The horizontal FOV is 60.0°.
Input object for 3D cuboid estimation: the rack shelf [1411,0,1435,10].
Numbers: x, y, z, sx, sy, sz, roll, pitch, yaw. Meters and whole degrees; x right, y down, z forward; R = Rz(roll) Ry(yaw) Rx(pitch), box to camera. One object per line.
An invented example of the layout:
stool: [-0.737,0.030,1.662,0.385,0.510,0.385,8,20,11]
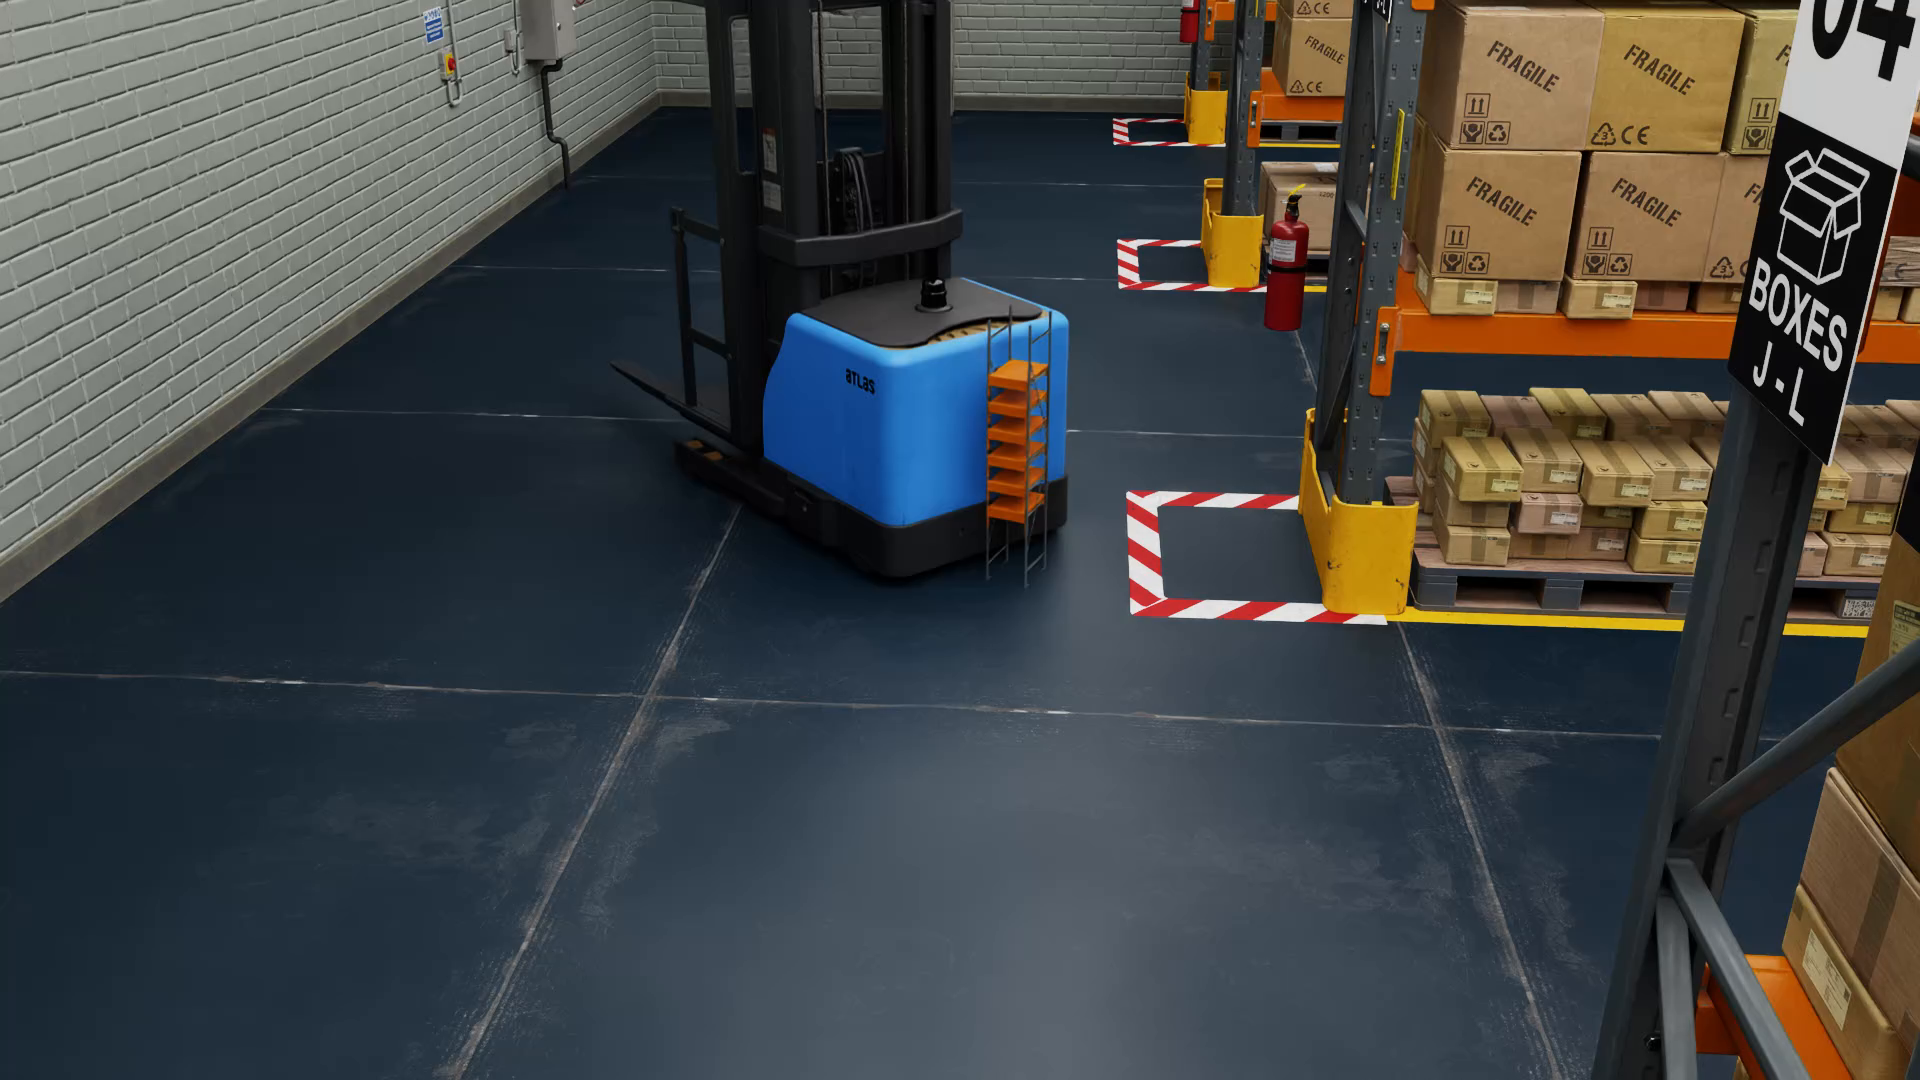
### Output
rack shelf: [3.690,-2.264,6.355,4.000,0.370,1.077,2,25,4]

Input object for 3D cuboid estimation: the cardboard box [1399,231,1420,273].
cardboard box: [2.043,-1.286,7.256,0.250,0.149,0.380,2,25,4]

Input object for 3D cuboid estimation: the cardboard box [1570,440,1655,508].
cardboard box: [2.718,-0.280,6.966,0.250,0.149,0.380,2,25,4]

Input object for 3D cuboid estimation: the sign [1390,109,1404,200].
sign: [1.655,-1.459,6.298,0.005,0.325,0.100,2,25,4]

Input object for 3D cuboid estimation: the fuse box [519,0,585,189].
fuse box: [-3.343,-3.815,13.994,0.414,1.711,0.539,2,25,4]

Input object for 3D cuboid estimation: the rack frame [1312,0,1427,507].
rack frame: [1.696,-1.292,6.970,0.127,3.000,1.000,2,25,4]

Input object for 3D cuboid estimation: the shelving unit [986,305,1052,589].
shelving unit: [0.250,-0.390,7.161,0.189,1.200,0.258,11,27,23]

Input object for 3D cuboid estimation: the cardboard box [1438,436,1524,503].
cardboard box: [2.193,-0.300,7.010,0.250,0.149,0.380,1,25,2]

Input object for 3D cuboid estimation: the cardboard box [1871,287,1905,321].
cardboard box: [3.554,-1.003,6.641,0.250,0.149,0.380,3,25,6]

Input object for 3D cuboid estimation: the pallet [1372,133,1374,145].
pallet: [4.435,-4.093,16.393,1.213,0.211,1.003,2,25,4]

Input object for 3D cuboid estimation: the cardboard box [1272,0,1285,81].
cardboard box: [2.476,-3.499,11.646,0.500,0.500,0.500,2,25,4]

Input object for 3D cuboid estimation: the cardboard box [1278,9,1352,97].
cardboard box: [2.431,-3.269,11.147,0.500,0.500,0.500,2,25,4]

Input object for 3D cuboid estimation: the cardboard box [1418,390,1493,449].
cardboard box: [2.244,-0.547,7.547,0.250,0.149,0.380,2,25,5]

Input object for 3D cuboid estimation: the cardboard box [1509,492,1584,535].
cardboard box: [2.468,-0.167,7.077,0.250,0.149,0.380,2,25,4]

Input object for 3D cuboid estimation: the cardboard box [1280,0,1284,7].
cardboard box: [2.473,-3.942,11.413,0.500,0.500,0.500,3,25,6]

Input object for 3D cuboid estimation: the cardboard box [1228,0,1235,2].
cardboard box: [2.658,-5.189,15.738,0.250,0.149,0.380,2,25,4]

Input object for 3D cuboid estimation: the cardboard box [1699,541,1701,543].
cardboard box: [3.218,-0.036,7.148,0.250,0.149,0.380,2,25,4]

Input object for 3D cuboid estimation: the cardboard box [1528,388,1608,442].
cardboard box: [2.758,-0.560,7.574,0.250,0.149,0.380,1,25,3]

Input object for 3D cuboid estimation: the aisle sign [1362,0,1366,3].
aisle sign: [1.647,-2.601,6.704,0.004,0.787,0.394,2,25,4]

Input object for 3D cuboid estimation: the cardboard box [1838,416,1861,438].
cardboard box: [3.801,-0.488,7.419,0.250,0.149,0.380,2,25,4]

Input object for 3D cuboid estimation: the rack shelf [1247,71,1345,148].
rack shelf: [3.969,-2.968,11.472,4.000,0.370,1.077,2,25,4]

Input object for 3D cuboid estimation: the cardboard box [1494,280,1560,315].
cardboard box: [2.251,-1.040,6.723,0.250,0.149,0.380,3,25,6]

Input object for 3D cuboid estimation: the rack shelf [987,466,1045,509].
rack shelf: [0.250,-0.241,7.230,0.180,0.103,0.258,11,27,23]

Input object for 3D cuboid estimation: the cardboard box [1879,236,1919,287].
cardboard box: [3.655,-1.302,6.516,0.500,0.500,0.500,1,25,3]

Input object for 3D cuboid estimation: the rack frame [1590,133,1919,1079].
rack frame: [1.216,0.770,2.488,0.053,2.616,0.949,2,25,4]

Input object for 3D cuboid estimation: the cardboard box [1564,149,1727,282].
cardboard box: [2.658,-1.337,6.592,0.500,0.500,0.500,2,25,4]

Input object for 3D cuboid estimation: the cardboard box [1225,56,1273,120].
cardboard box: [2.953,-4.425,16.263,0.637,0.503,0.797,1,25,2]

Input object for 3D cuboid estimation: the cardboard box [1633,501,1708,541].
cardboard box: [2.966,-0.143,7.024,0.250,0.149,0.380,3,25,6]

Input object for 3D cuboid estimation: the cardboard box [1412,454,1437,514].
cardboard box: [2.237,-0.258,7.631,0.250,0.149,0.380,2,25,5]

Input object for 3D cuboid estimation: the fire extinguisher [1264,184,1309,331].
fire extinguisher: [1.481,-1.288,7.500,0.183,0.674,0.296,2,25,4]

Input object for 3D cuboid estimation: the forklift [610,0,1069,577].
forklift: [-0.796,-1.720,7.982,1.130,2.935,3.031,-18,30,-34]

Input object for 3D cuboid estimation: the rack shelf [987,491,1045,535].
rack shelf: [0.250,-0.132,7.280,0.180,0.103,0.258,11,27,23]

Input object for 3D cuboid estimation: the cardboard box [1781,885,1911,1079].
cardboard box: [1.596,0.760,2.811,0.250,0.149,0.380,2,25,5]

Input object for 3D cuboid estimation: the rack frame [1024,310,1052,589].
rack frame: [0.333,-0.374,7.126,0.006,1.200,0.240,11,27,23]

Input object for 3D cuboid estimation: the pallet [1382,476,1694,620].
pallet: [2.579,0.018,7.459,1.213,0.211,1.003,2,25,4]

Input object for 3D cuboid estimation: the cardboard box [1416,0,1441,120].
cardboard box: [2.172,-2.016,6.872,0.500,0.500,0.500,1,25,3]

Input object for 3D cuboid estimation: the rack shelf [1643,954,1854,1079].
rack shelf: [3.210,1.162,2.496,4.000,0.370,1.077,2,25,4]

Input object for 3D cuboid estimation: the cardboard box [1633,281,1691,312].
cardboard box: [2.784,-1.058,6.762,0.250,0.149,0.380,3,25,6]

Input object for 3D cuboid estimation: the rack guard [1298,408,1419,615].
rack guard: [1.772,-0.154,7.487,0.348,0.500,1.175,2,25,4]

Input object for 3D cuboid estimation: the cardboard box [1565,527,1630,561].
cardboard box: [2.710,-0.059,7.197,0.250,0.149,0.380,2,25,5]

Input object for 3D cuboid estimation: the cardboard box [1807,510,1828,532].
cardboard box: [3.512,-0.182,7.110,0.250,0.149,0.380,3,25,7]

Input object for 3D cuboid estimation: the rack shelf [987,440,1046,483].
rack shelf: [0.250,-0.350,7.180,0.180,0.103,0.258,11,27,23]

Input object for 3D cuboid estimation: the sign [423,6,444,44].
sign: [-3.714,-3.634,11.736,0.001,0.218,0.327,2,25,4]

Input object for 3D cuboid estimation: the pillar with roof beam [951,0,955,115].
pillar with roof beam: [-0.598,-6.821,11.808,0.400,9.000,9.100,2,25,4]

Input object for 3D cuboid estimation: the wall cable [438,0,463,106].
wall cable: [-3.649,-4.005,11.613,0.123,1.953,0.585,2,25,4]

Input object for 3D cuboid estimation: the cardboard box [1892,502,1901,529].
cardboard box: [4.043,-0.143,7.025,0.250,0.149,0.380,1,25,1]

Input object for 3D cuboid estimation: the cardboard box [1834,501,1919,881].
cardboard box: [1.722,0.270,2.501,0.500,0.500,0.500,2,25,5]

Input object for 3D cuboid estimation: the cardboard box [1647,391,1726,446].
cardboard box: [3.283,-0.540,7.531,0.250,0.149,0.380,3,25,6]

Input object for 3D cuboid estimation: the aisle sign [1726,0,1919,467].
aisle sign: [1.167,-0.537,2.218,0.004,0.787,0.394,2,25,4]

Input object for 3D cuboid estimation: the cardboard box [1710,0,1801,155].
cardboard box: [3.144,-1.763,6.321,0.500,0.500,0.500,1,25,3]

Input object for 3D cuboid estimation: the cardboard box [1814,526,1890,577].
cardboard box: [3.738,0.006,7.057,0.250,0.149,0.380,2,25,4]

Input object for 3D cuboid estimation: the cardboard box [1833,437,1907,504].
cardboard box: [3.764,-0.298,7.005,0.250,0.149,0.380,2,25,4]

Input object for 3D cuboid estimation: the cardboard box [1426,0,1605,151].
cardboard box: [2.124,-1.802,6.406,0.500,0.500,0.500,2,25,4]

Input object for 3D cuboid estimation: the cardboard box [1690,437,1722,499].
cardboard box: [3.248,-0.294,6.996,0.250,0.149,0.380,3,25,6]

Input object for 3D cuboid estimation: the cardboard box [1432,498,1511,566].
cardboard box: [2.194,-0.038,7.152,0.250,0.149,0.380,2,25,5]

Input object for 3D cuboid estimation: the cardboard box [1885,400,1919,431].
cardboard box: [4.322,-0.490,7.422,0.250,0.149,0.380,2,25,5]
